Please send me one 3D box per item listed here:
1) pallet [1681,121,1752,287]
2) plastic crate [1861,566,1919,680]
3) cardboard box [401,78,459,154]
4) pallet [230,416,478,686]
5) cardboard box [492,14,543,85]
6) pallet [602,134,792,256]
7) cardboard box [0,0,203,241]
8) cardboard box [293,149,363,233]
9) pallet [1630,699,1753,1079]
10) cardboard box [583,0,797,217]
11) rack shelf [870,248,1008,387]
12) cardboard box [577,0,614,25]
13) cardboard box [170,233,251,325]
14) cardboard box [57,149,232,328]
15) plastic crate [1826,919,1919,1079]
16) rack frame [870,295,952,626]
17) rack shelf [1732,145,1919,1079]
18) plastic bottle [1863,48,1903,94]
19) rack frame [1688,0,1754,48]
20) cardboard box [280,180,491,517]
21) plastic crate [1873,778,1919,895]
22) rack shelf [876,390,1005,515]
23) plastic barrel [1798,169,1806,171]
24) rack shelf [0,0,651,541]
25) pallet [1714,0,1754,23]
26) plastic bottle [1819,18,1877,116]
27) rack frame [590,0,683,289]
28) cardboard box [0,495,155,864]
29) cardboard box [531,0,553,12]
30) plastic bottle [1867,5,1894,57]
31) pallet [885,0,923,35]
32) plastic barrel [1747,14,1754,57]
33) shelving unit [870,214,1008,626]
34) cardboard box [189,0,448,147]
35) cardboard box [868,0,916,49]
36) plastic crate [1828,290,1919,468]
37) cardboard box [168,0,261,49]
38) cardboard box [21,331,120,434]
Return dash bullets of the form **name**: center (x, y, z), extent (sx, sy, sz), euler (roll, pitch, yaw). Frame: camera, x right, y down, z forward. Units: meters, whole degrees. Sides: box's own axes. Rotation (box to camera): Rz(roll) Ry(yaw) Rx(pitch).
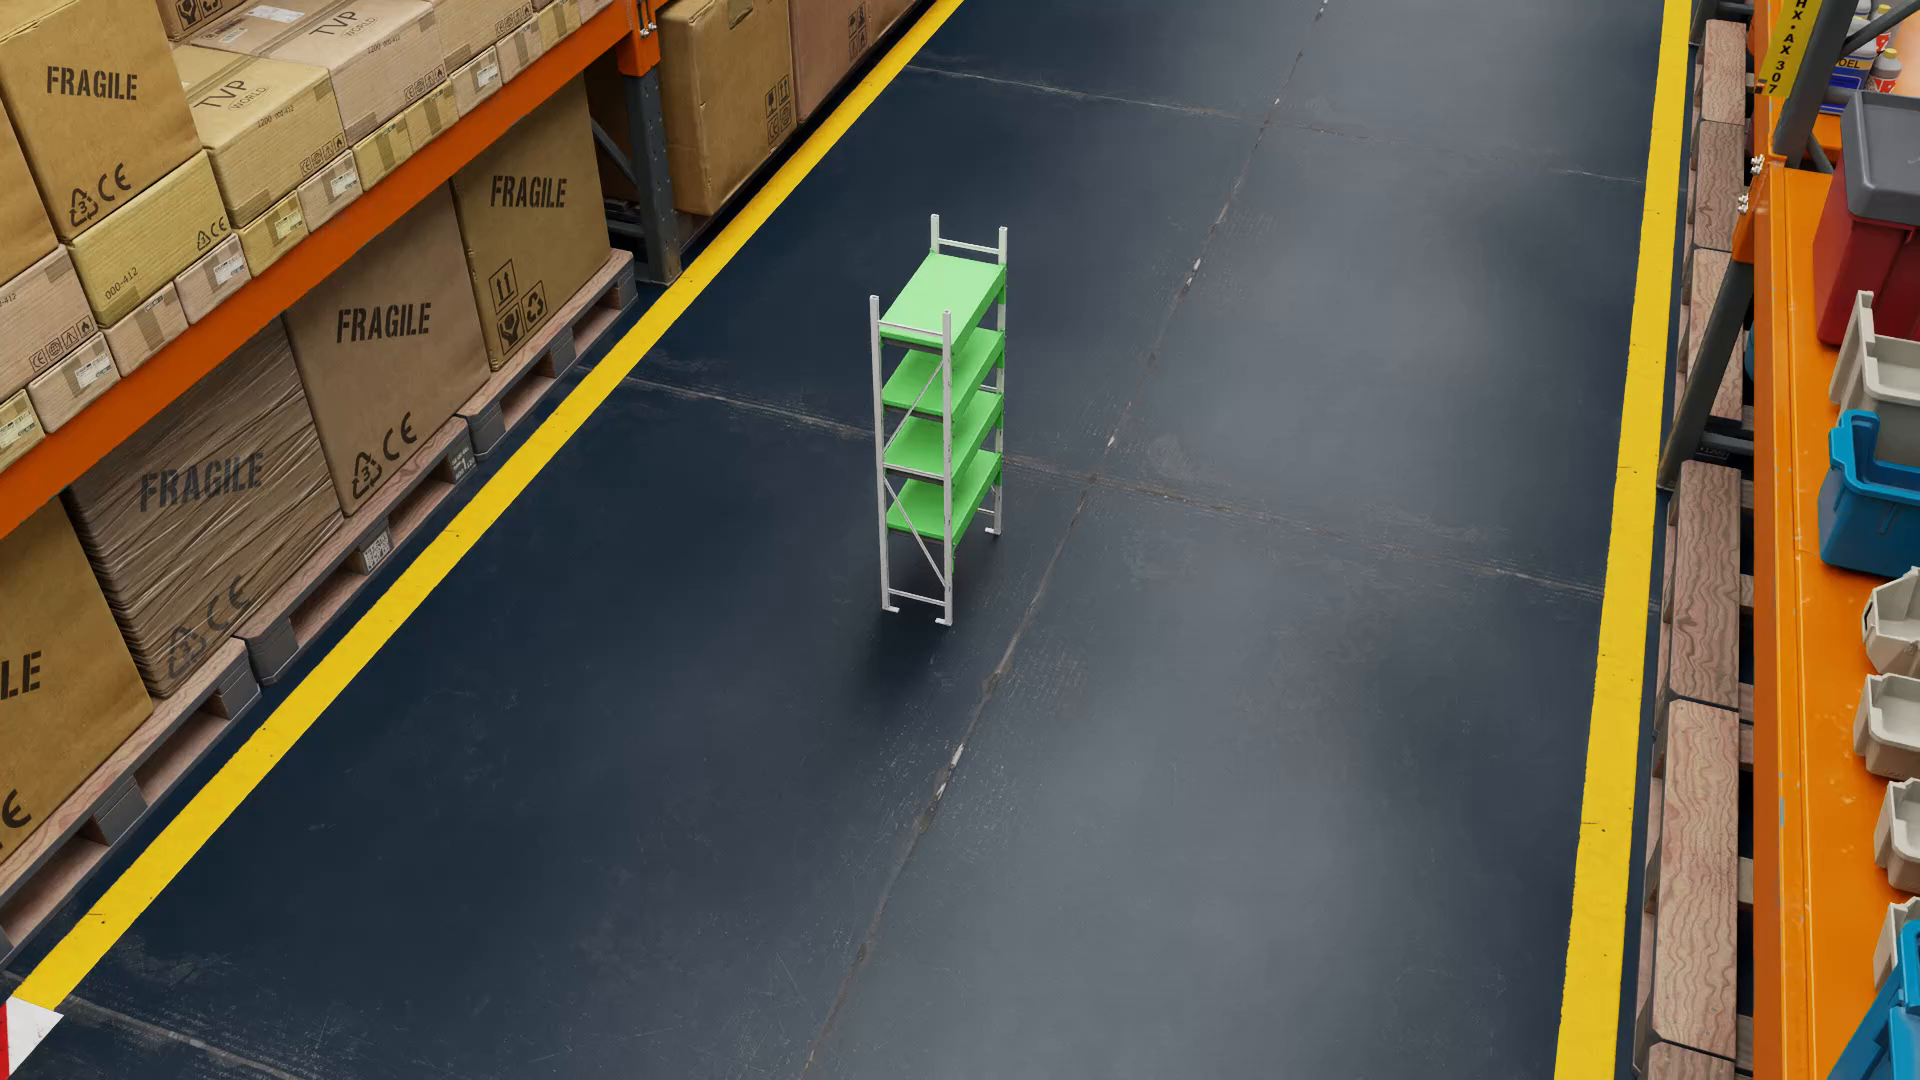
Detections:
- **pallet**: center (3.702, -1.394, 7.221), extent (1.003, 0.211, 1.213), euler (13, 42, 15)
- **plastic crate**: center (1.993, 0.199, 3.362), extent (0.298, 0.136, 0.250), euler (13, 42, 15)
- **cardboard box**: center (-1.819, -1.364, 5.231), extent (0.380, 0.149, 0.250), euler (14, 42, 16)
- **pallet**: center (-2.420, -0.092, 5.696), extent (1.003, 0.211, 1.213), euler (13, 42, 15)
- **cardboard box**: center (-1.643, -1.678, 5.600), extent (0.380, 0.149, 0.250), euler (13, 42, 14)
- **pallet**: center (-1.478, -1.773, 7.665), extent (1.003, 0.211, 1.213), euler (13, 42, 15)
- **cardboard box**: center (-2.278, -1.103, 4.040), extent (0.500, 0.500, 0.500), euler (12, 42, 14)
- **cardboard box**: center (-1.994, -1.053, 4.867), extent (0.380, 0.149, 0.250), euler (14, 42, 16)
- **pallet**: center (2.353, 1.018, 4.395), extent (1.003, 0.211, 1.213), euler (13, 42, 15)
- **cardboard box**: center (-1.471, -2.092, 7.205), extent (1.225, 0.875, 0.875), euler (13, 42, 15)
- **rack shelf**: center (-0.057, -0.672, 4.972), extent (0.258, 0.148, 0.480), euler (13, 42, 15)
- **cardboard box**: center (-1.467, -1.992, 5.967), extent (0.380, 0.149, 0.250), euler (14, 42, 15)
- **cardboard box**: center (-2.170, -0.739, 4.499), extent (0.380, 0.149, 0.250), euler (13, 42, 15)
- **cardboard box**: center (-2.274, -0.820, 4.286), extent (0.500, 0.250, 0.500), euler (12, 42, 14)
- **plastic crate**: center (1.555, 0.911, 2.298), extent (0.616, 0.435, 0.499), euler (13, 42, 15)
- **rack frame**: center (-0.140, -0.207, 5.068), extent (0.240, 1.200, 0.015), euler (13, 42, 15)
- **rack shelf**: center (2.300, 0.247, 3.704), extent (1.077, 0.370, 4.000), euler (13, 42, 15)
- **plastic bottle**: center (2.938, -1.467, 5.312), extent (0.097, 0.201, 0.097), euler (0, 40, 0)
- **rack frame**: center (4.352, -3.687, 7.760), extent (1.000, 3.000, 0.127), euler (13, 42, 15)
- **cardboard box**: center (-2.279, -0.764, 5.648), extent (0.875, 0.875, 0.875), euler (13, 42, 15)
- **plastic crate**: center (1.837, 0.559, 2.940), extent (0.396, 0.136, 0.243), euler (13, 42, 15)
- **rack shelf**: center (-0.057, -0.307, 5.284), extent (0.258, 0.148, 0.480), euler (13, 42, 15)
- **plastic barrel**: center (3.428, -1.368, 6.336), extent (0.600, 0.901, 0.708), euler (13, 42, 15)
- **rack shelf**: center (-2.355, -0.853, 4.993), extent (1.077, 0.370, 4.000), euler (13, 42, 15)
- **pallet**: center (4.653, -3.090, 9.209), extent (1.003, 0.211, 1.213), euler (13, 42, 15)
- **plastic bottle**: center (2.815, -1.512, 5.306), extent (0.152, 0.276, 0.135), euler (13, 42, 15)
- **rack frame**: center (-1.671, -2.346, 6.189), extent (1.000, 3.000, 0.127), euler (13, 42, 15)
- **cardboard box**: center (-2.895, 0.334, 4.361), extent (0.875, 0.875, 0.875), euler (13, 42, 15)
- **cardboard box**: center (-1.575, -2.075, 5.757), extent (0.500, 0.250, 0.500), euler (13, 42, 14)
- **plastic bottle**: center (3.063, -1.690, 5.573), extent (0.097, 0.201, 0.097), euler (0, 40, 0)
- **pallet**: center (-0.643, -3.261, 9.409), extent (1.003, 0.211, 1.213), euler (13, 42, 15)
- **plastic barrel**: center (4.200, -2.719, 7.974), extent (0.600, 0.830, 0.708), euler (13, 42, 15)
- **shelving unit**: center (-0.057, -0.355, 5.242), extent (0.258, 1.200, 0.503), euler (13, 42, 15)
- **cardboard box**: center (-1.924, -1.447, 5.022), extent (0.500, 0.250, 0.500), euler (14, 42, 16)
- **cardboard box**: center (-0.870, -3.179, 8.479), extent (1.225, 0.875, 0.875), euler (13, 42, 15)
- **plastic crate**: center (2.288, -0.334, 3.876), extent (0.437, 0.282, 0.530), euler (13, 42, 15)
- **cardboard box**: center (-2.424, -1.554, 5.147), extent (0.500, 0.250, 0.500), euler (14, 43, 16)
- **cardboard box**: center (-2.345, -0.427, 4.132), extent (0.380, 0.149, 0.250), euler (13, 42, 14)
